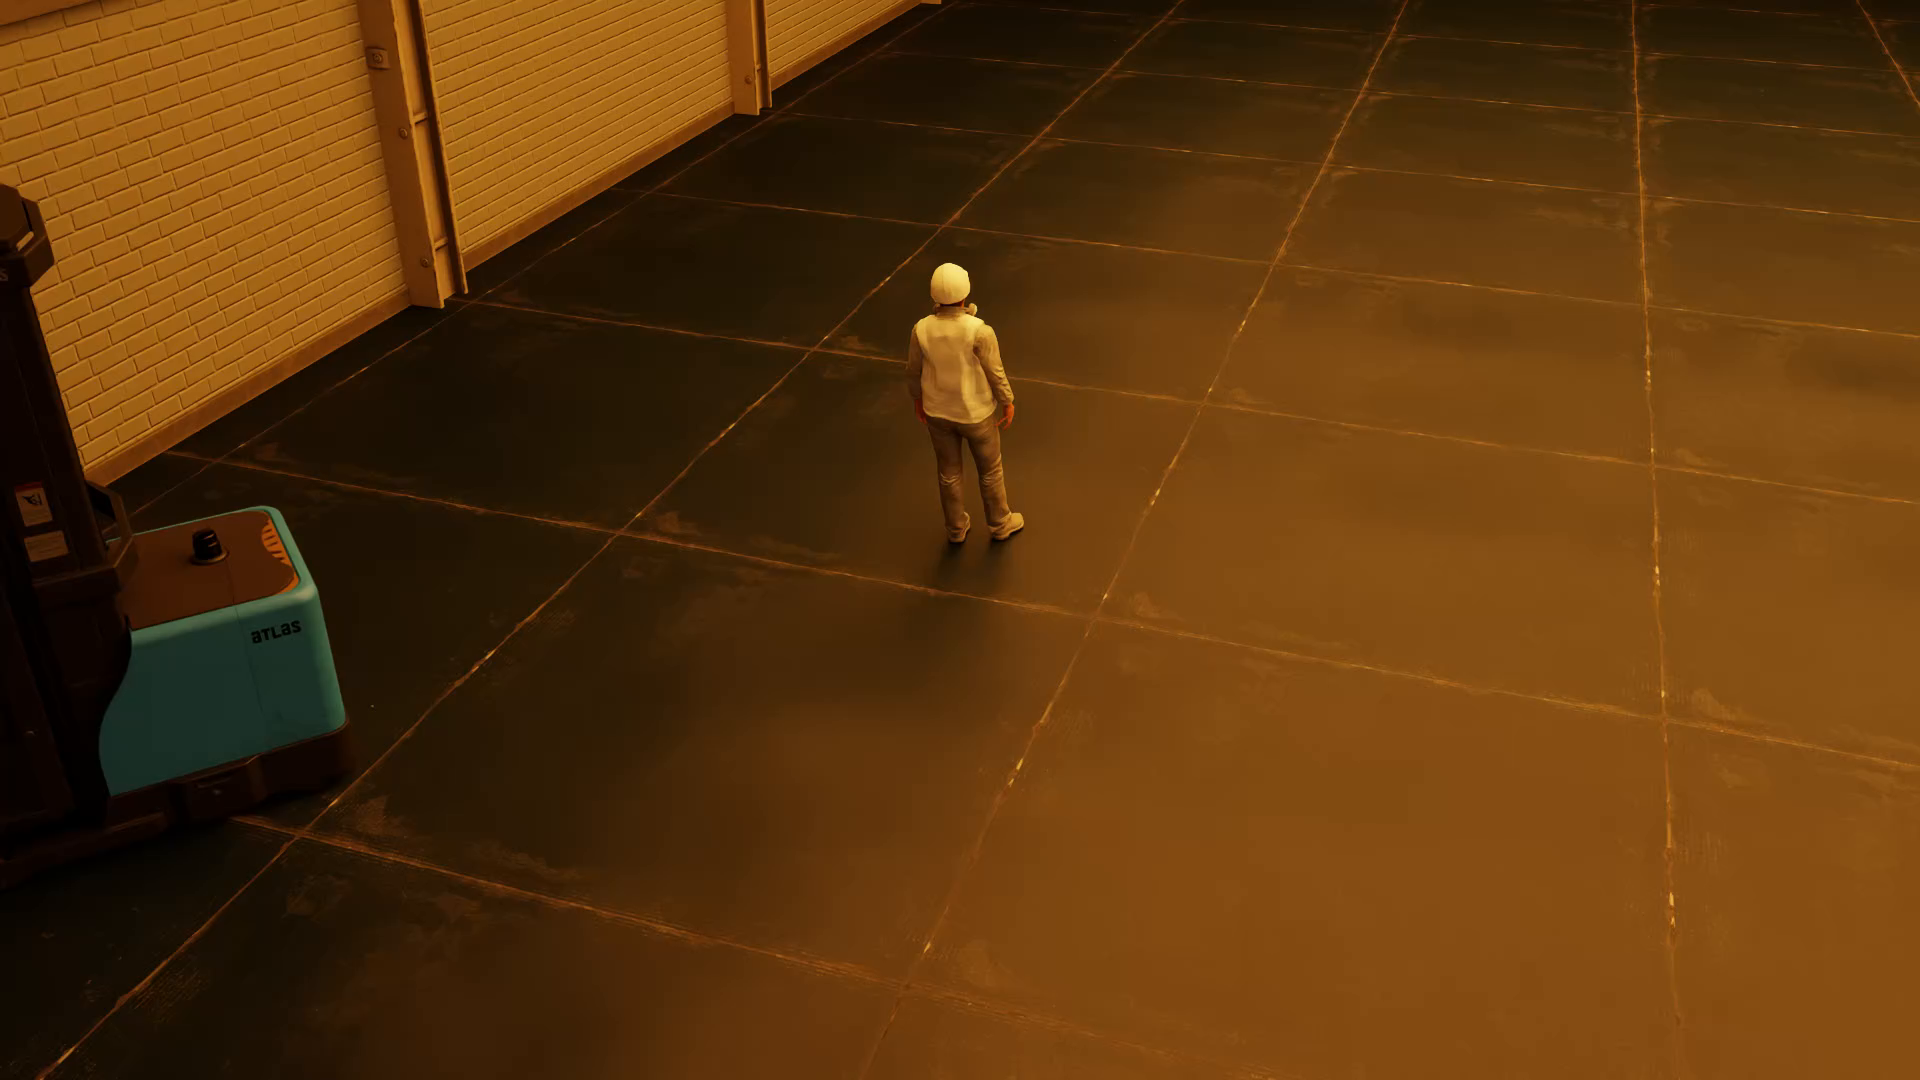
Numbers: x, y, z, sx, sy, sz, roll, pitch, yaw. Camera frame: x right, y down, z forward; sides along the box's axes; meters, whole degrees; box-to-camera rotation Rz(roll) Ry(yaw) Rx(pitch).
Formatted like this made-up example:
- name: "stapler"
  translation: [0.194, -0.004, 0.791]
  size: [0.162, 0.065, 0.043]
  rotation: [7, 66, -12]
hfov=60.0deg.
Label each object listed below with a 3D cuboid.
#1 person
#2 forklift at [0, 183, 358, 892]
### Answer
- name: "person"
  translation: [0.028, -0.805, 9.702]
  size: [0.632, 1.773, 0.568]
  rotation: [10, 31, 16]
- name: "forklift"
  translation: [-4.455, 0.042, 7.063]
  size: [3.031, 2.935, 1.130]
  rotation: [-16, 33, -26]
